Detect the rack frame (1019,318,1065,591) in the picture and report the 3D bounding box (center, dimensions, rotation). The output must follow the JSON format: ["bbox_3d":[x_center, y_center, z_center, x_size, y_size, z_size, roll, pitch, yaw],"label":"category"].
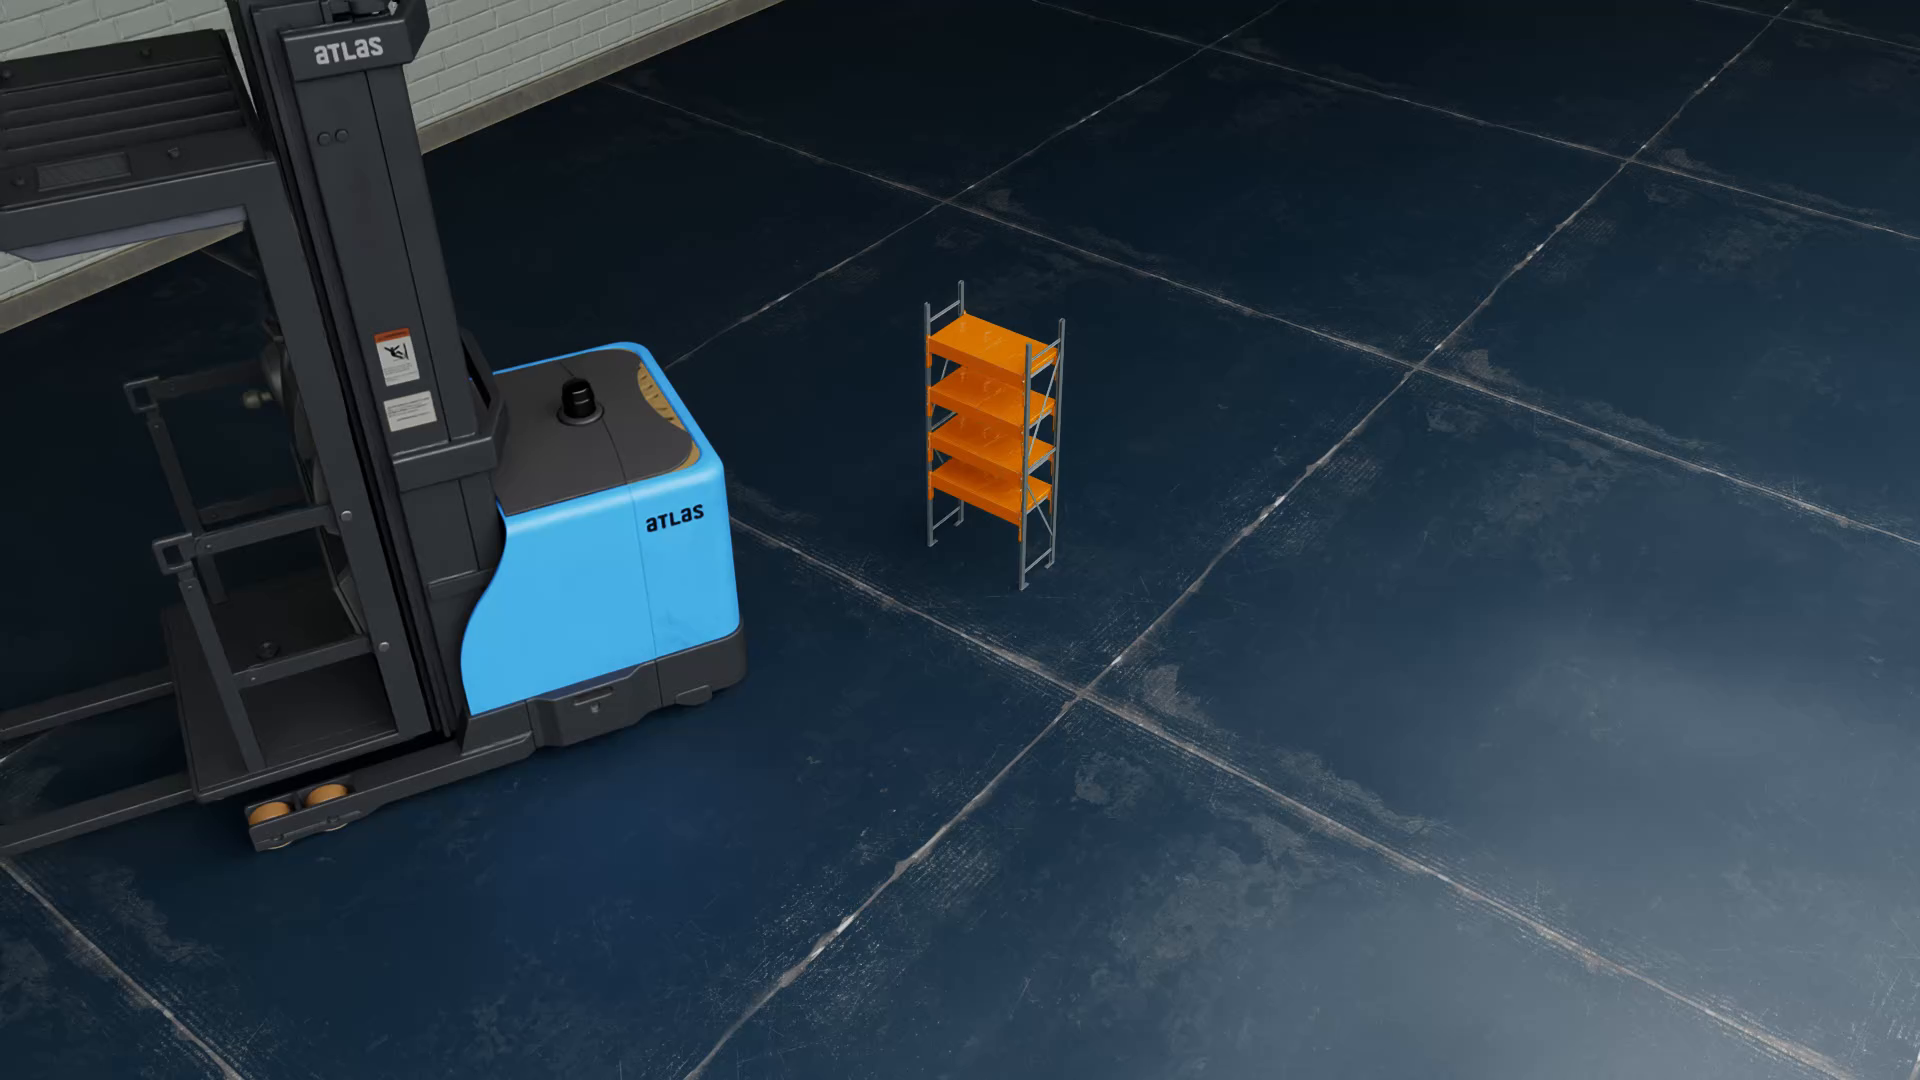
[{"bbox_3d":[0.325,-0.319,6.684,0.015,1.200,0.240,25,45,29],"label":"rack frame"}]

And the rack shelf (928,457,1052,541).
[{"bbox_3d":[0.131,-0.201,6.965,0.480,0.148,0.258,25,45,29],"label":"rack shelf"}]

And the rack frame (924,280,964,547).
[{"bbox_3d":[-0.062,-0.502,6.918,0.015,1.200,0.240,25,45,29],"label":"rack frame"}]

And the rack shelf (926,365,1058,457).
[{"bbox_3d":[0.131,-0.534,6.704,0.480,0.148,0.258,25,45,29],"label":"rack shelf"}]

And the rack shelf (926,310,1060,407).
[{"bbox_3d":[0.131,-0.720,6.559,0.480,0.148,0.258,25,45,29],"label":"rack shelf"}]

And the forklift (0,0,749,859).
[{"bbox_3d":[-2.380,-0.439,5.433,3.031,2.935,1.130,-17,41,-20],"label":"forklift"}]

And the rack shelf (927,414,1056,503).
[{"bbox_3d":[0.131,-0.357,6.842,0.480,0.148,0.258,25,45,29],"label":"rack shelf"}]

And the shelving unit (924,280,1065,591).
[{"bbox_3d":[0.131,-0.410,6.801,0.503,1.200,0.258,25,45,29],"label":"shelving unit"}]
